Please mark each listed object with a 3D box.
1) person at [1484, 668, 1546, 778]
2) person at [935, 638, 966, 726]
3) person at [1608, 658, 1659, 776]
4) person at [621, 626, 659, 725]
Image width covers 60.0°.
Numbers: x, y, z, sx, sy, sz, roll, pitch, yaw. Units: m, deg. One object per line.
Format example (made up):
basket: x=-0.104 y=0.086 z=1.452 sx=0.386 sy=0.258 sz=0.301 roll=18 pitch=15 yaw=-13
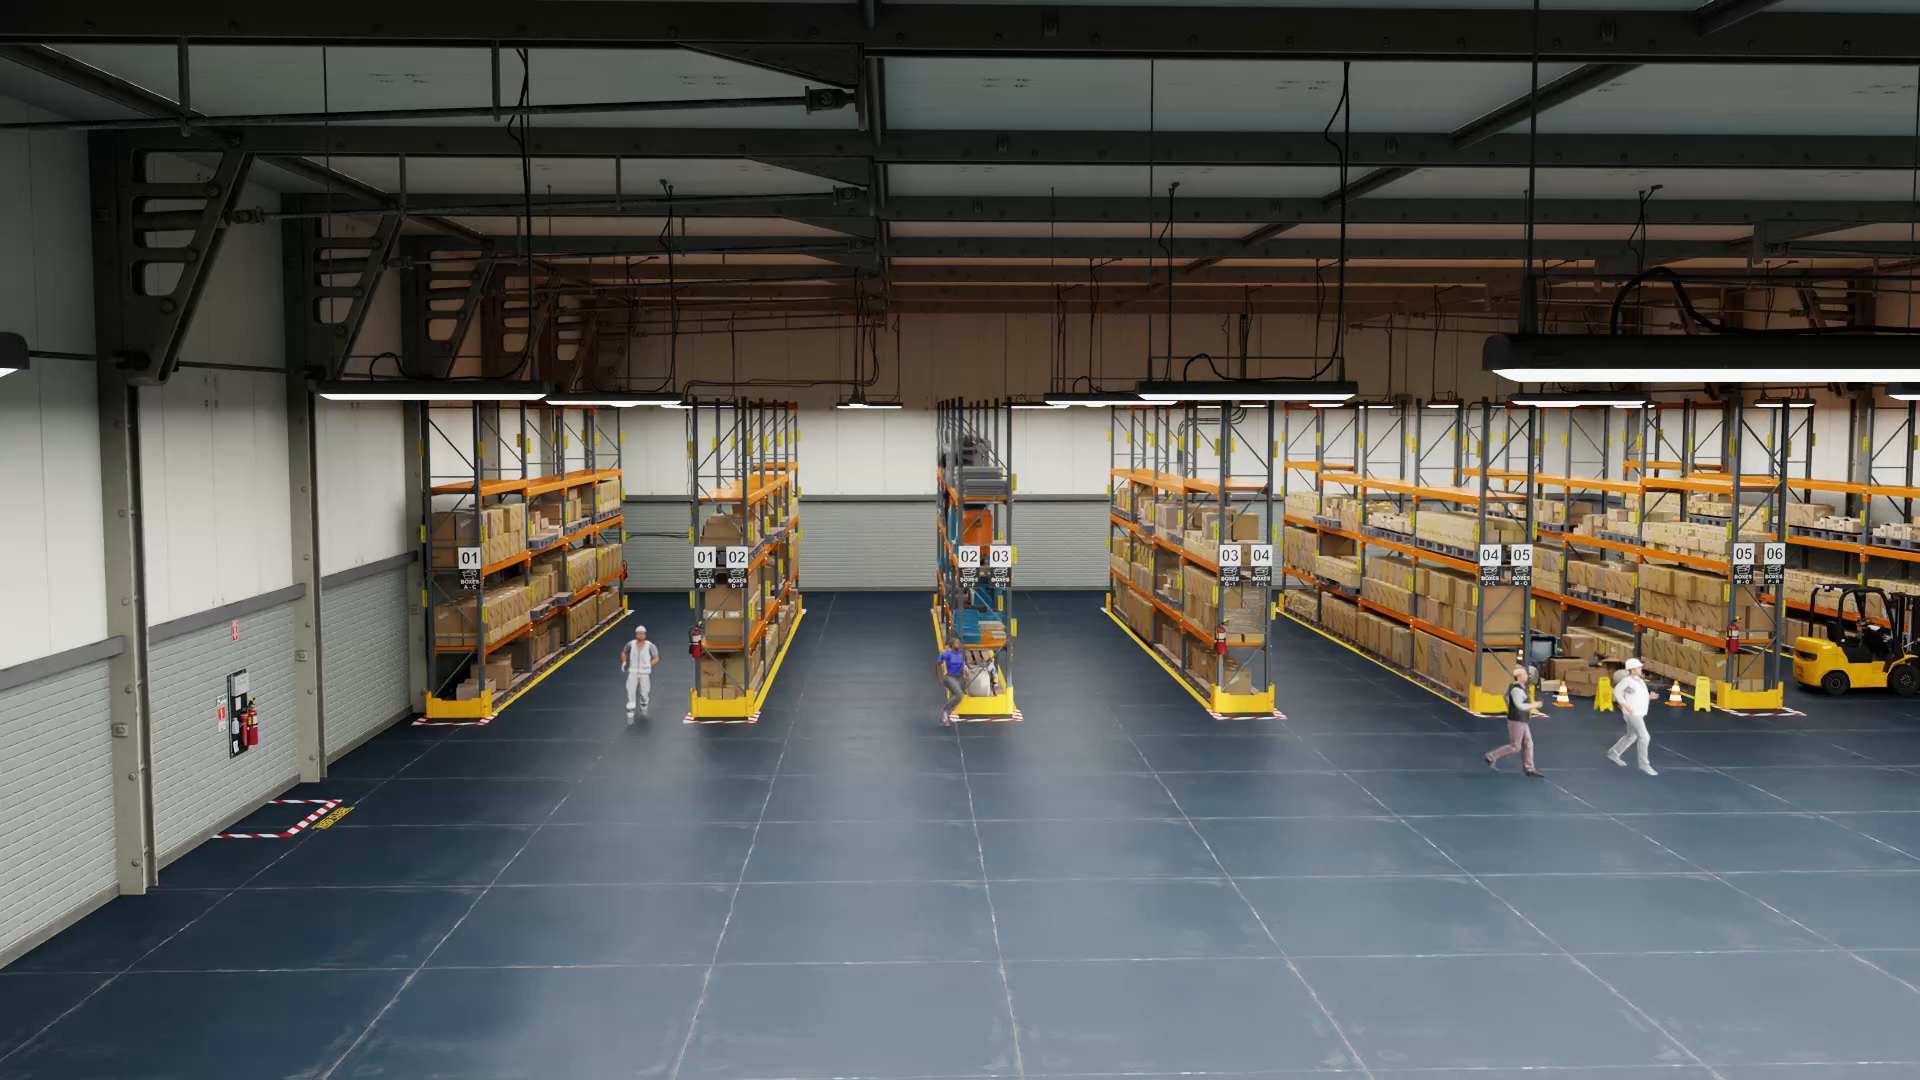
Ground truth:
person: x=8.670 y=2.845 z=25.943 sx=0.924 sy=1.704 sz=0.659 roll=2 pitch=5 yaw=20
person: x=-0.086 y=2.583 z=30.331 sx=0.554 sy=1.584 sz=0.598 roll=4 pitch=6 yaw=41
person: x=10.712 y=2.784 z=26.433 sx=0.796 sy=1.810 sz=0.649 roll=3 pitch=6 yaw=37
person: x=-5.923 y=2.468 z=30.691 sx=0.684 sy=1.749 sz=0.965 roll=0 pitch=4 yaw=-4
